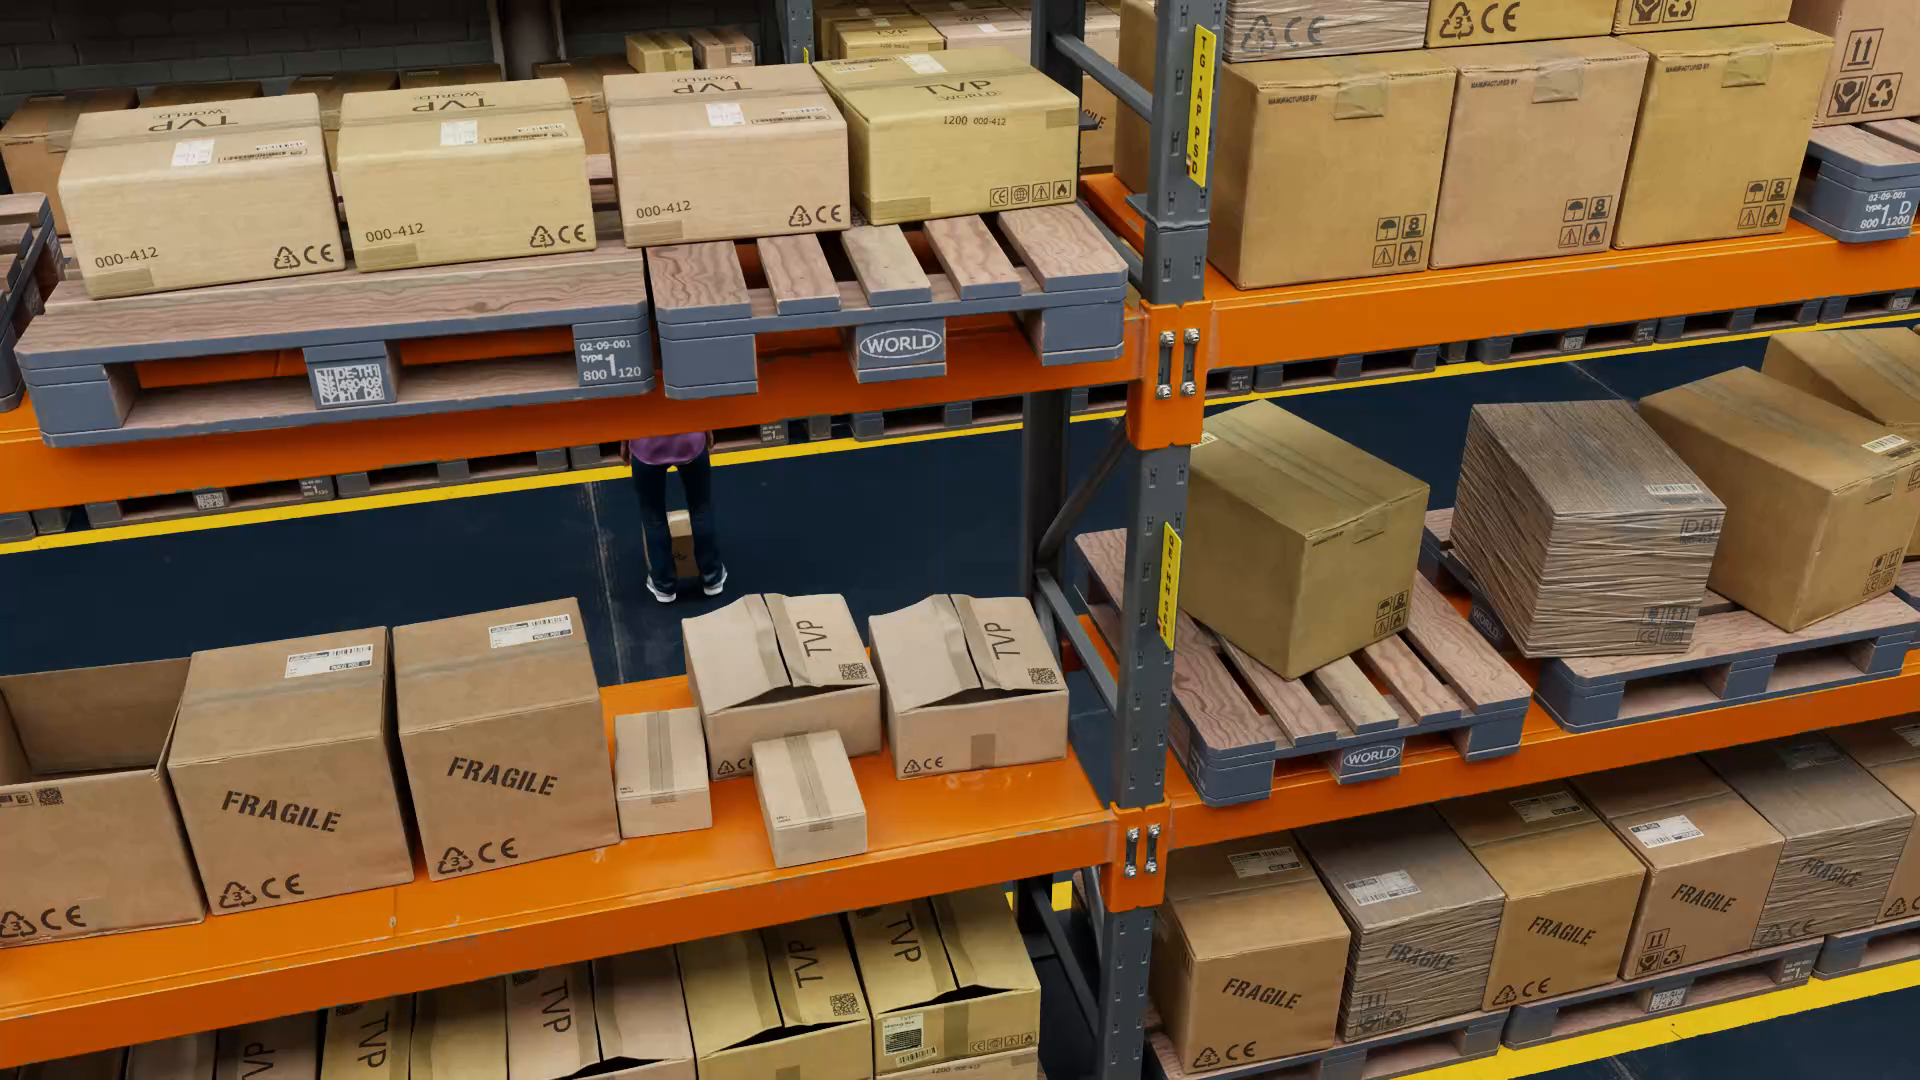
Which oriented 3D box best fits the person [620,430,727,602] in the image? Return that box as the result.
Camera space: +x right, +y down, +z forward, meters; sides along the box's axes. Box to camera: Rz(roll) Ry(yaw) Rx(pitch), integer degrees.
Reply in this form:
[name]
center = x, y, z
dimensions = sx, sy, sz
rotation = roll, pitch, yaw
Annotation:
[person]
center = -1.340, -0.433, 7.634
dimensions = 0.461, 1.593, 0.342
rotation = -9, 32, -15
